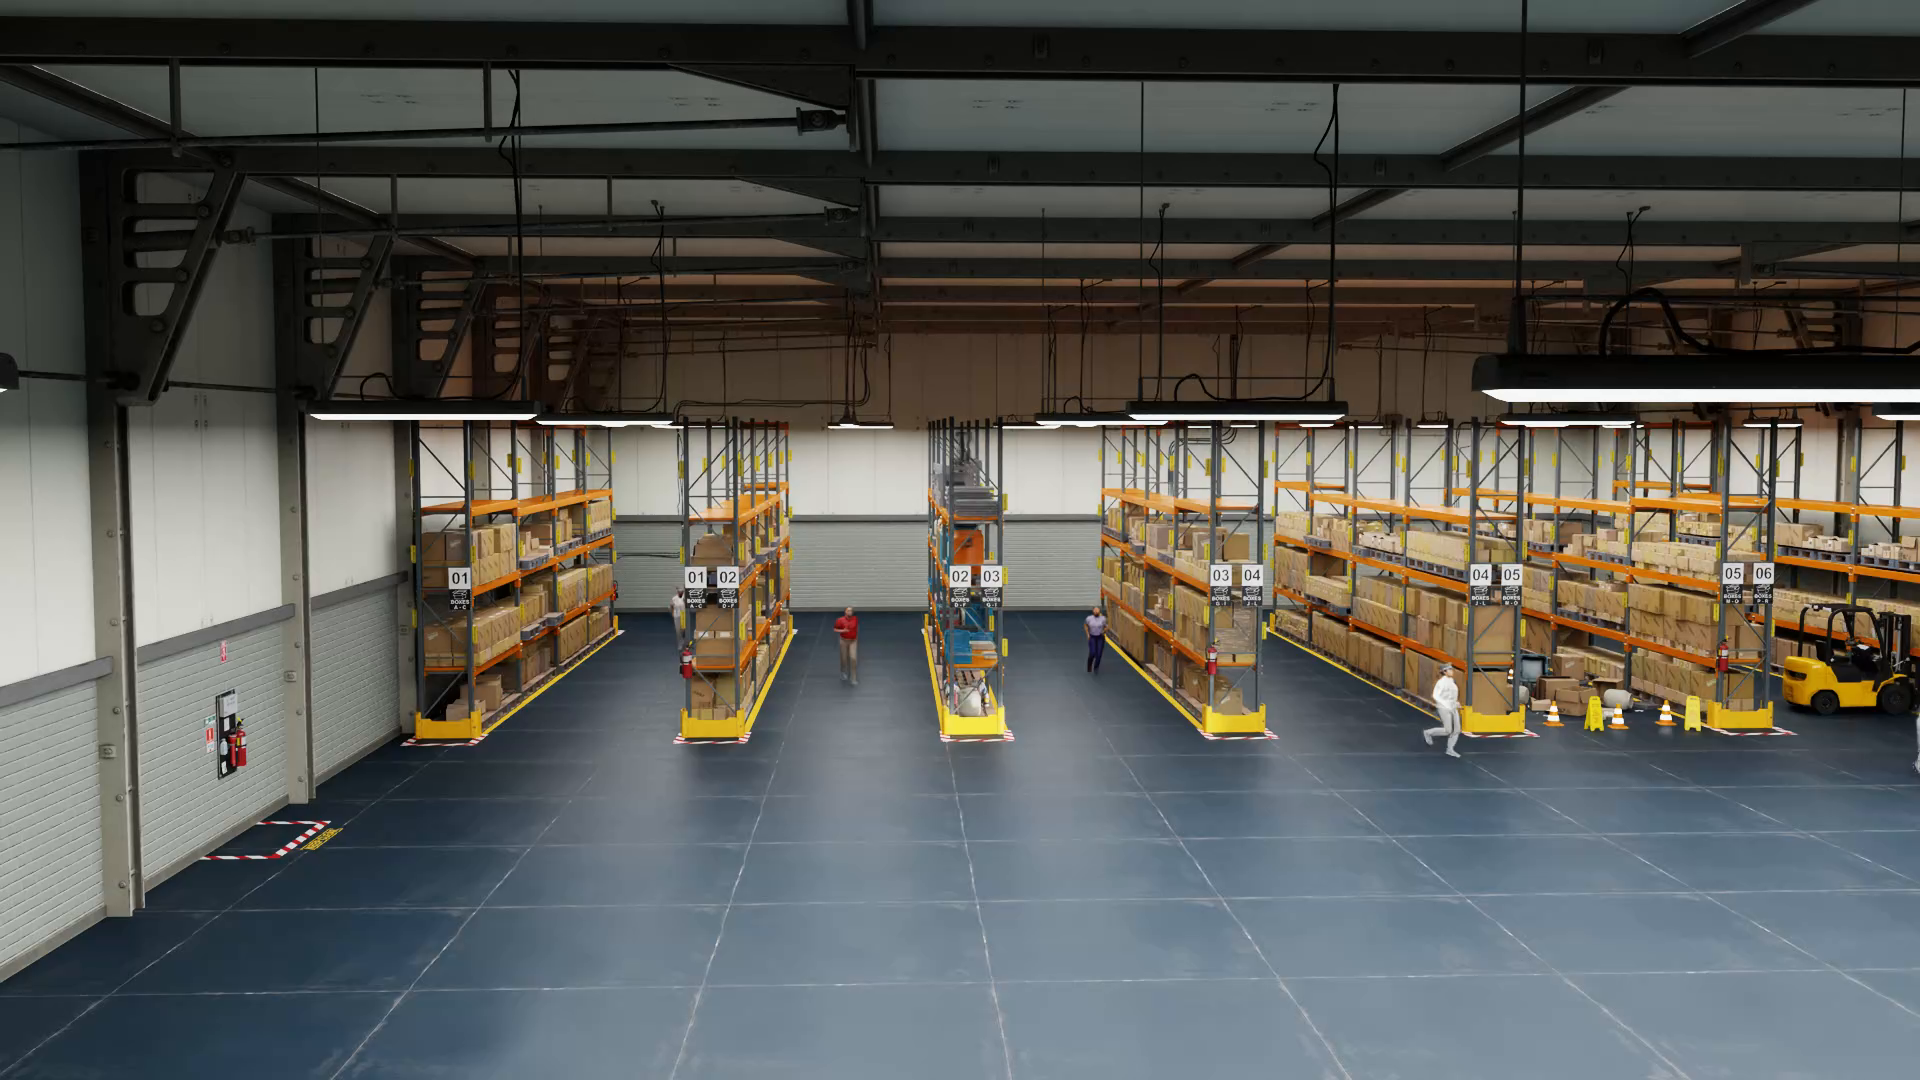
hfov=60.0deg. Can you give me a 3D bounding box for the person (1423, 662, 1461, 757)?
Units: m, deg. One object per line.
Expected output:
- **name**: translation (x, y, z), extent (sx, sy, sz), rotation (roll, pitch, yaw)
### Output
- **person**: translation (8.595, 2.984, 29.468), extent (0.633, 1.671, 0.692), rotation (-4, 5, -44)

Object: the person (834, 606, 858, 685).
- **person**: translation (-2.583, 2.400, 37.915), extent (0.631, 1.793, 0.830), rotation (-1, 4, -17)

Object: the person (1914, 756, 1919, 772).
- **person**: translation (16.223, 3.146, 27.290), extent (0.708, 1.721, 0.982), rotation (-2, 4, -27)

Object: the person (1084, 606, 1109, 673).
- **person**: translation (3.227, 2.366, 39.194), extent (0.586, 1.595, 0.584), rotation (0, 4, 0)

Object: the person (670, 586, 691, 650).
- **person**: translation (-7.381, 2.037, 43.958), extent (0.559, 1.673, 0.813), rotation (-1, 4, -8)
